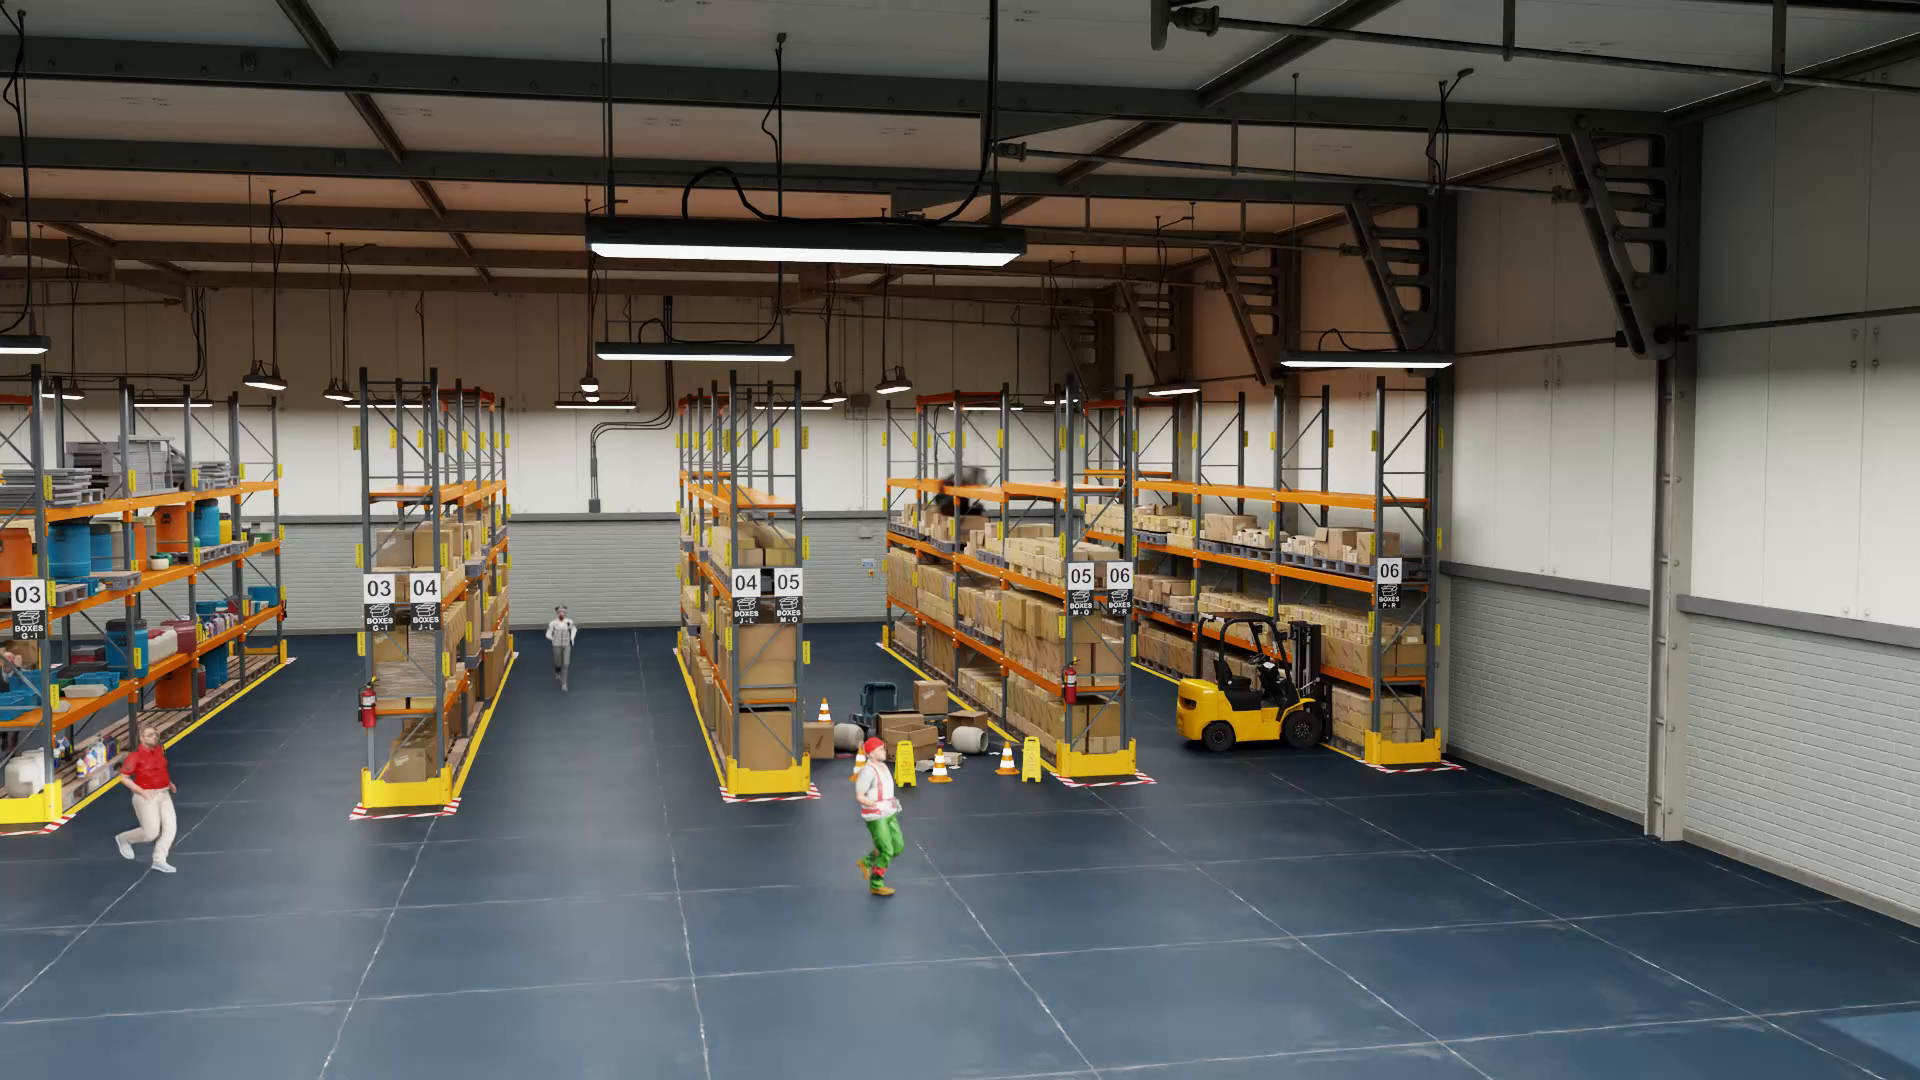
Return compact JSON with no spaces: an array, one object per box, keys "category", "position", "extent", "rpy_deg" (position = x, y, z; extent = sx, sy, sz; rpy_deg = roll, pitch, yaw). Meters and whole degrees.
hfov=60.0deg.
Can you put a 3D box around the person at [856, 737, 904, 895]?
[{"category":"person","position":[-0.899,3.039,18.337],"extent":[0.614,1.738,0.652],"rpy_deg":[2,4,24]}]

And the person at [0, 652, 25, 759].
[{"category":"person","position":[-14.989,2.601,26.224],"extent":[0.647,1.677,0.580],"rpy_deg":[-1,4,-21]}]

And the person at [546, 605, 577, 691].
[{"category":"person","position":[-8.065,2.163,33.692],"extent":[0.617,1.700,0.882],"rpy_deg":[-1,4,-17]}]

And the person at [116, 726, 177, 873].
[{"category":"person","position":[-9.470,3.018,19.404],"extent":[0.732,1.703,0.670],"rpy_deg":[1,4,18]}]
